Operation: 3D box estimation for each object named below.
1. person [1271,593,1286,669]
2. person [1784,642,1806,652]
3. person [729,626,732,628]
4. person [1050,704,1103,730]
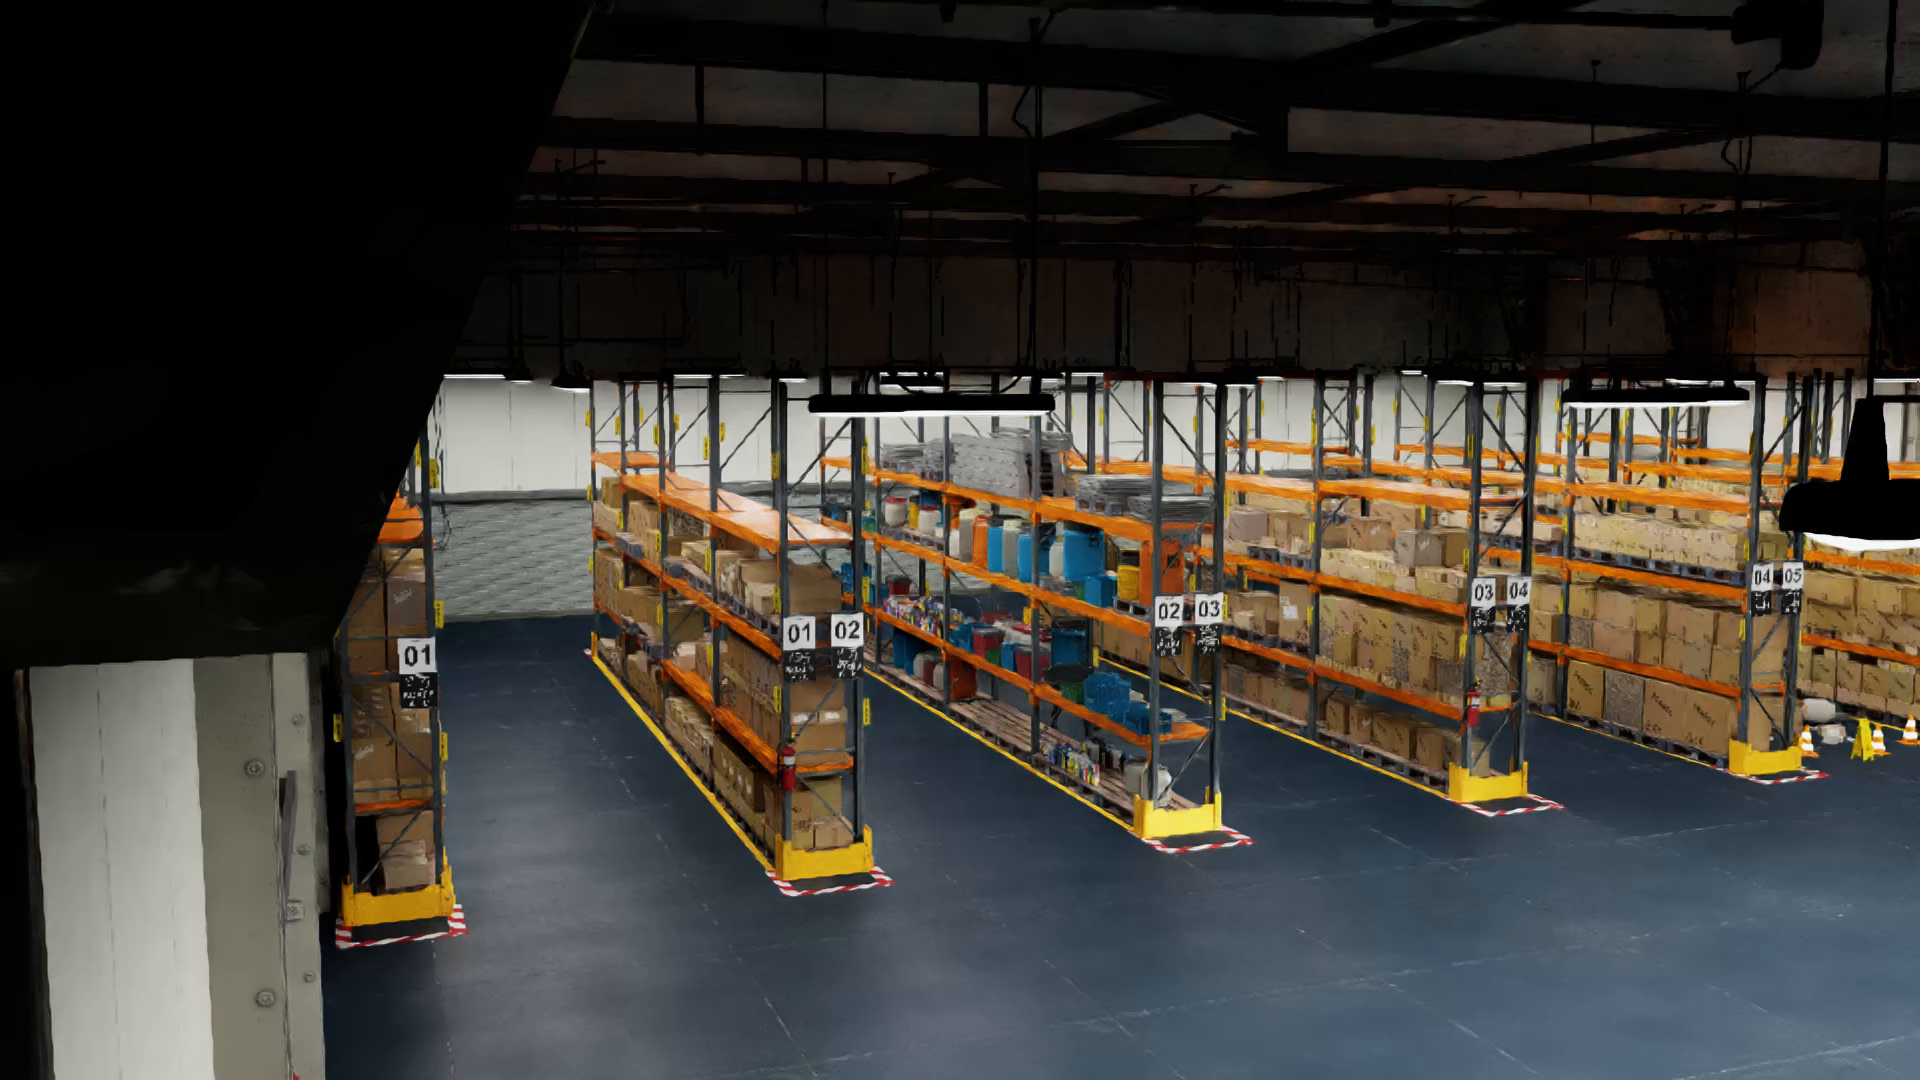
[{"bbox_3d":[6.235,1.838,33.079,0.522,1.591,0.523,1,6,10],"label":"person"},{"bbox_3d":[17.577,1.502,35.205,0.588,1.784,0.666,0,6,3],"label":"person"},{"bbox_3d":[-4.437,1.766,33.484,0.379,1.649,0.611,-4,8,-32],"label":"person"},{"bbox_3d":[1.912,2.382,27.985,0.674,1.664,0.841,-5,8,-37],"label":"person"}]
